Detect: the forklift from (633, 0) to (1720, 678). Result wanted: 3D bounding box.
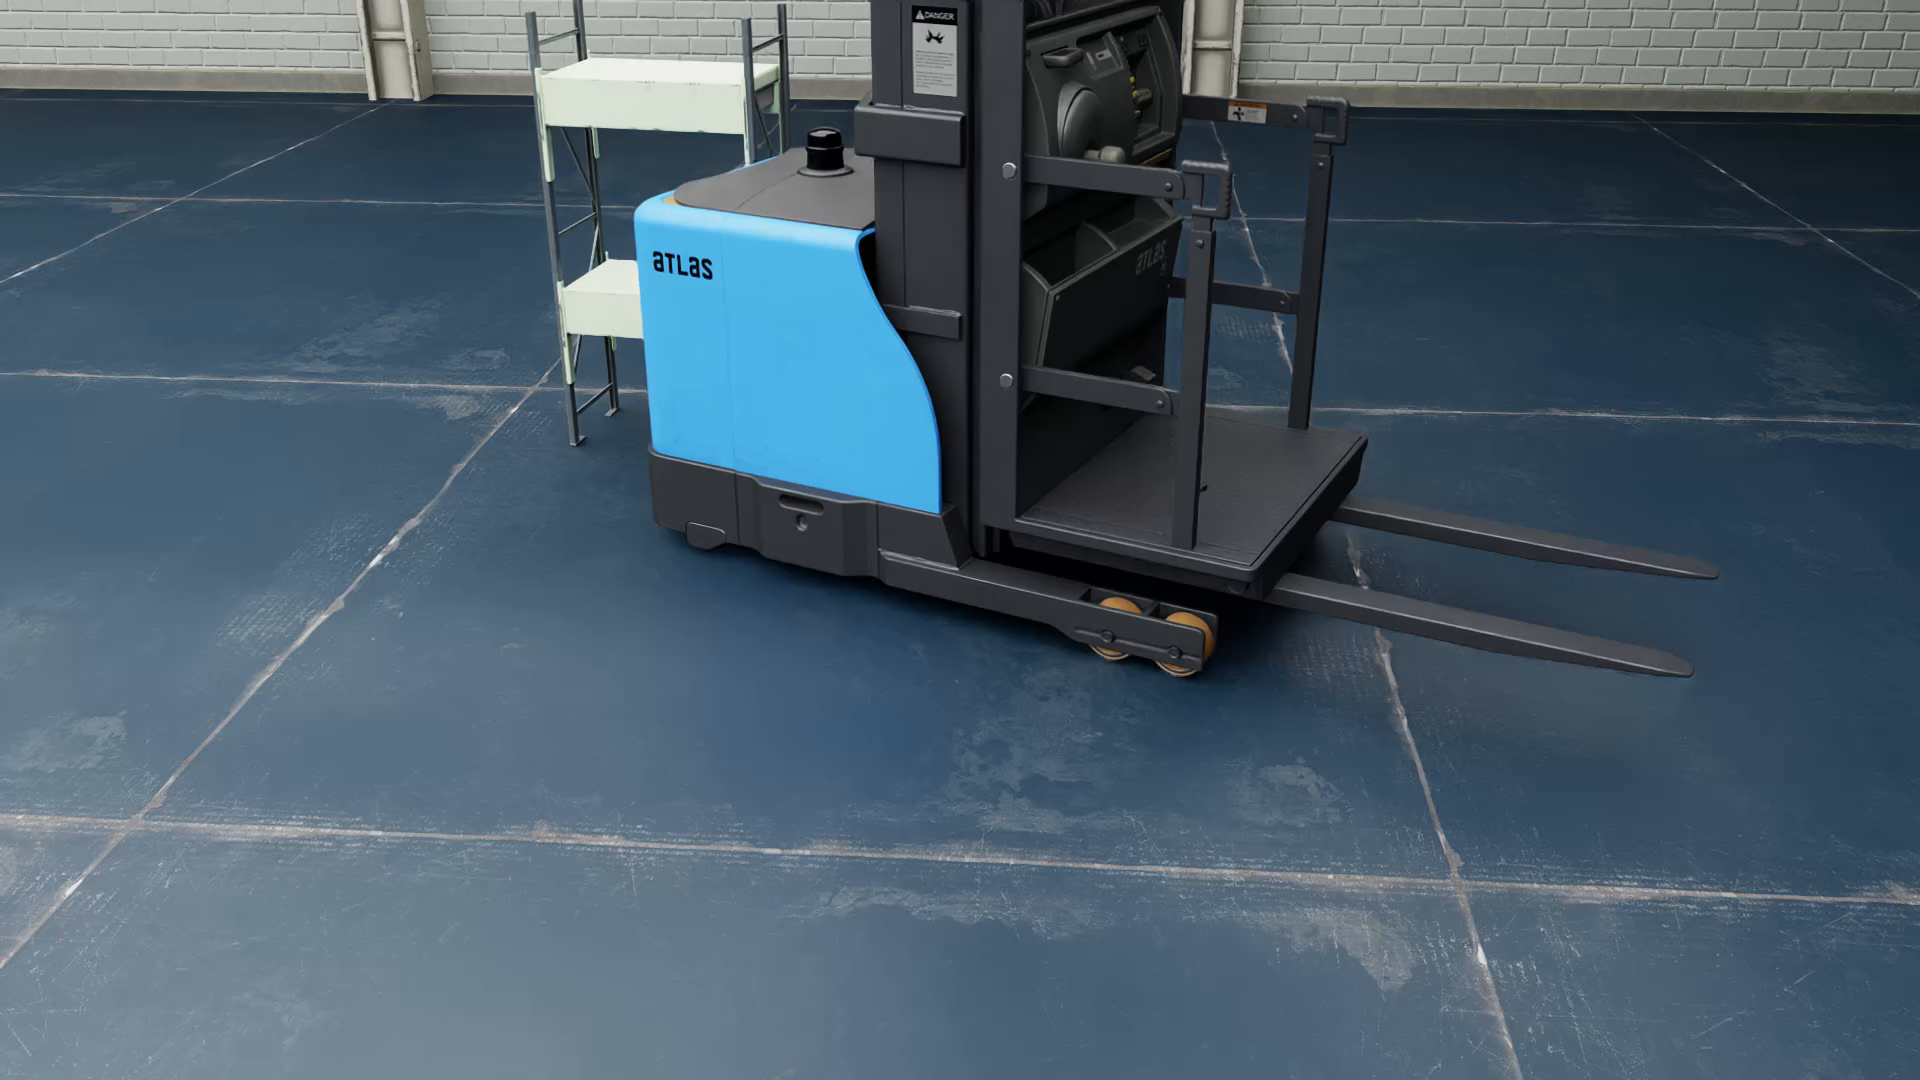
[{"bbox_3d":[0.581,-1.221,4.397,3.031,2.935,1.130,12,27,25],"label":"forklift"}]

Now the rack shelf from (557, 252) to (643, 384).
[{"bbox_3d":[-0.992,-0.771,5.912,0.720,0.370,0.431,5,25,11],"label":"rack shelf"}]

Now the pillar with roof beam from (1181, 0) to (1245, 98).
[{"bbox_3d":[1.468,-5.430,6.285,0.400,9.000,9.100,2,25,4],"label":"pillar with roof beam"}]

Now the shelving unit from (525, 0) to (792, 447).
[{"bbox_3d":[-0.992,-1.067,5.776,0.755,1.500,0.431,5,25,11],"label":"shelving unit"}]

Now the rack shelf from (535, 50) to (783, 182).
[{"bbox_3d":[-0.992,-1.422,5.613,0.720,0.370,0.431,5,25,11],"label":"rack shelf"}]

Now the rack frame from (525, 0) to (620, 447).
[{"bbox_3d":[-1.350,-1.100,5.846,0.023,1.500,0.400,5,25,11],"label":"rack frame"}]

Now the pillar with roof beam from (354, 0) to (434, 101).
[{"bbox_3d":[-4.514,-5.622,6.702,0.400,9.000,9.100,2,25,4],"label":"pillar with roof beam"}]

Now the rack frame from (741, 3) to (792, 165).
[{"bbox_3d":[-0.635,-1.035,5.705,0.023,1.500,0.400,5,25,11],"label":"rack frame"}]
